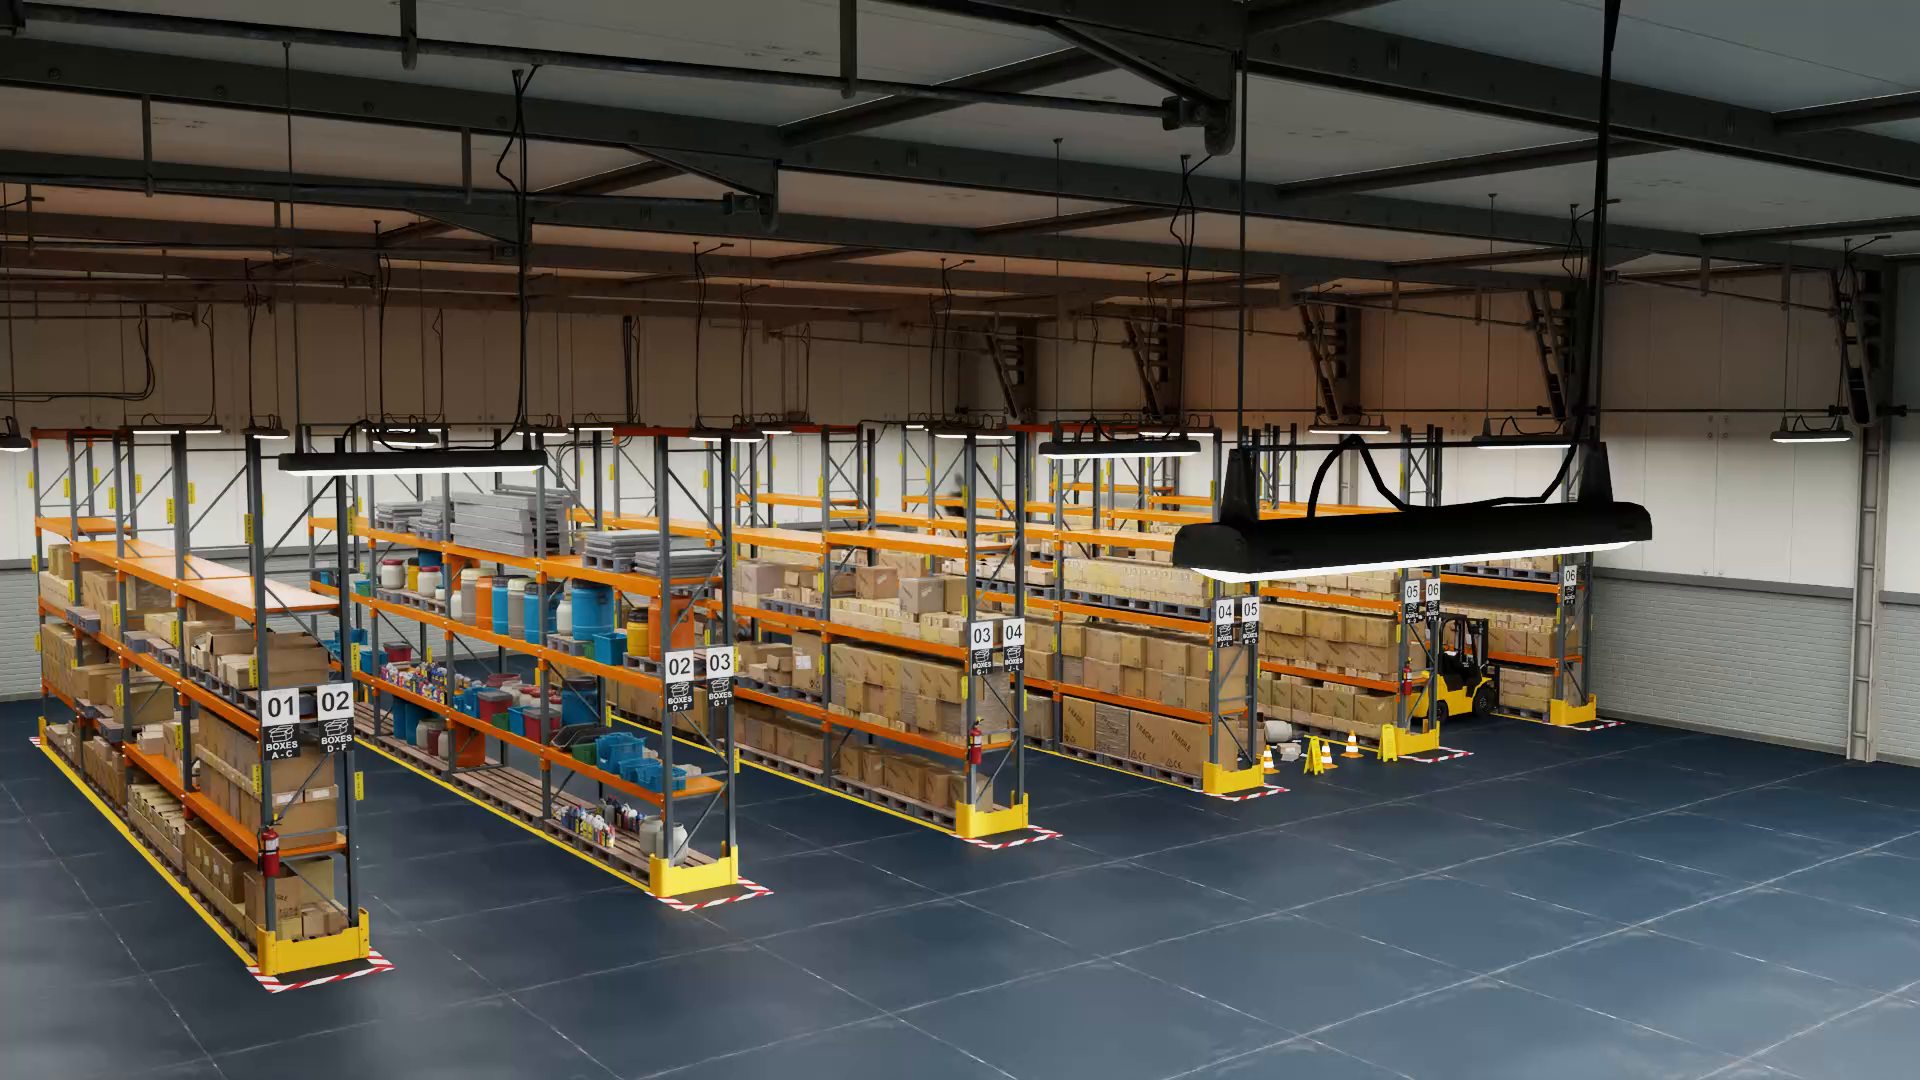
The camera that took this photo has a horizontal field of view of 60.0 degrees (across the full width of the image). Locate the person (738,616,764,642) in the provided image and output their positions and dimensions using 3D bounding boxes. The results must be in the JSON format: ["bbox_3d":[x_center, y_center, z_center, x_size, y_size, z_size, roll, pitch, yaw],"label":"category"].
[{"bbox_3d":[-4.701,2.552,37.196,0.666,1.699,0.930,-3,5,-34],"label":"person"}]

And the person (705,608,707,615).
[{"bbox_3d":[-6.159,2.387,40.554,0.557,1.551,0.563,2,5,25],"label":"person"}]

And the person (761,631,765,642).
[{"bbox_3d":[-4.190,2.753,34.202,0.594,1.831,0.860,-4,6,-38],"label":"person"}]
